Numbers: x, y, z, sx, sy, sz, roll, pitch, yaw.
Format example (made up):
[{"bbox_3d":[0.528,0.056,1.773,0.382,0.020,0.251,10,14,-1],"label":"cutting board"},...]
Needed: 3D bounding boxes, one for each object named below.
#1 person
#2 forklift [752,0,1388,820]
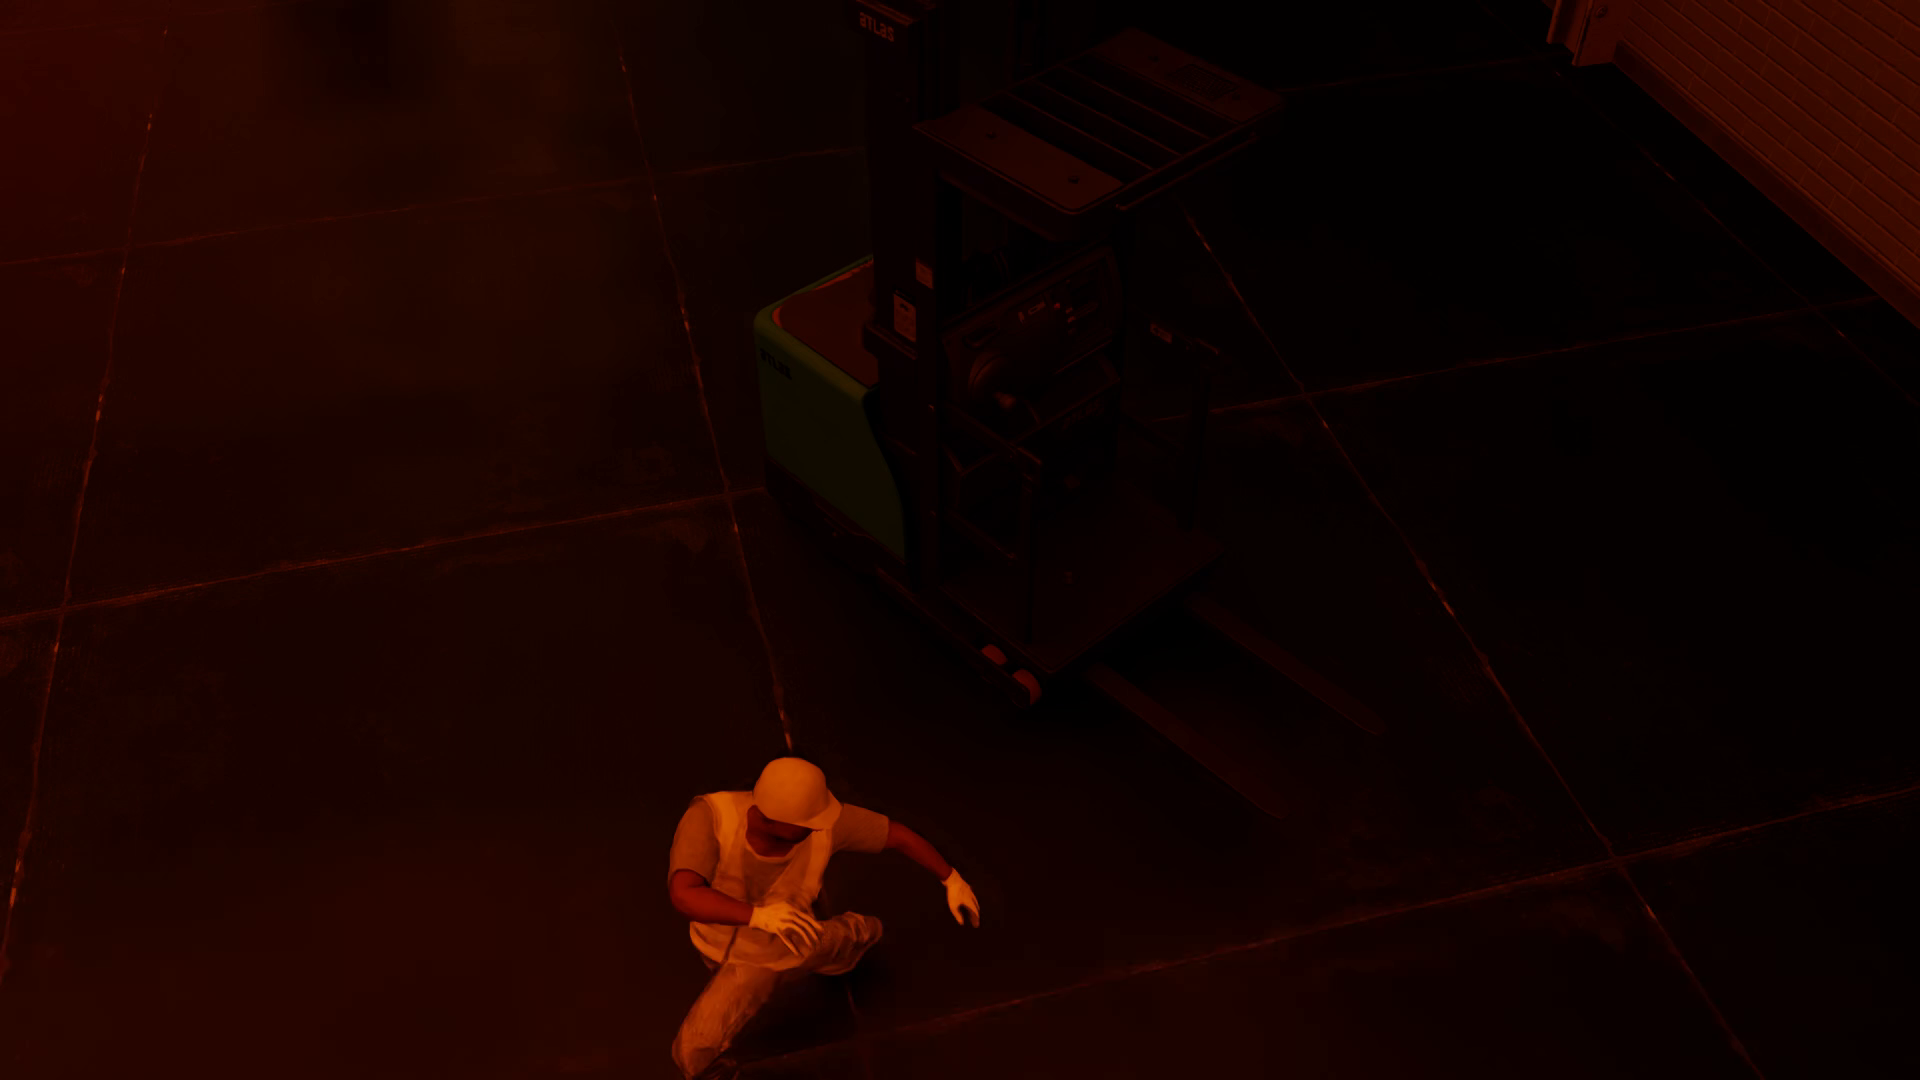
[{"bbox_3d":[-0.486,1.290,5.334,0.857,1.499,0.996,20,47,20],"label":"person"},{"bbox_3d":[0.443,-0.756,6.446,1.130,2.935,3.031,-32,52,-30],"label":"forklift"}]
